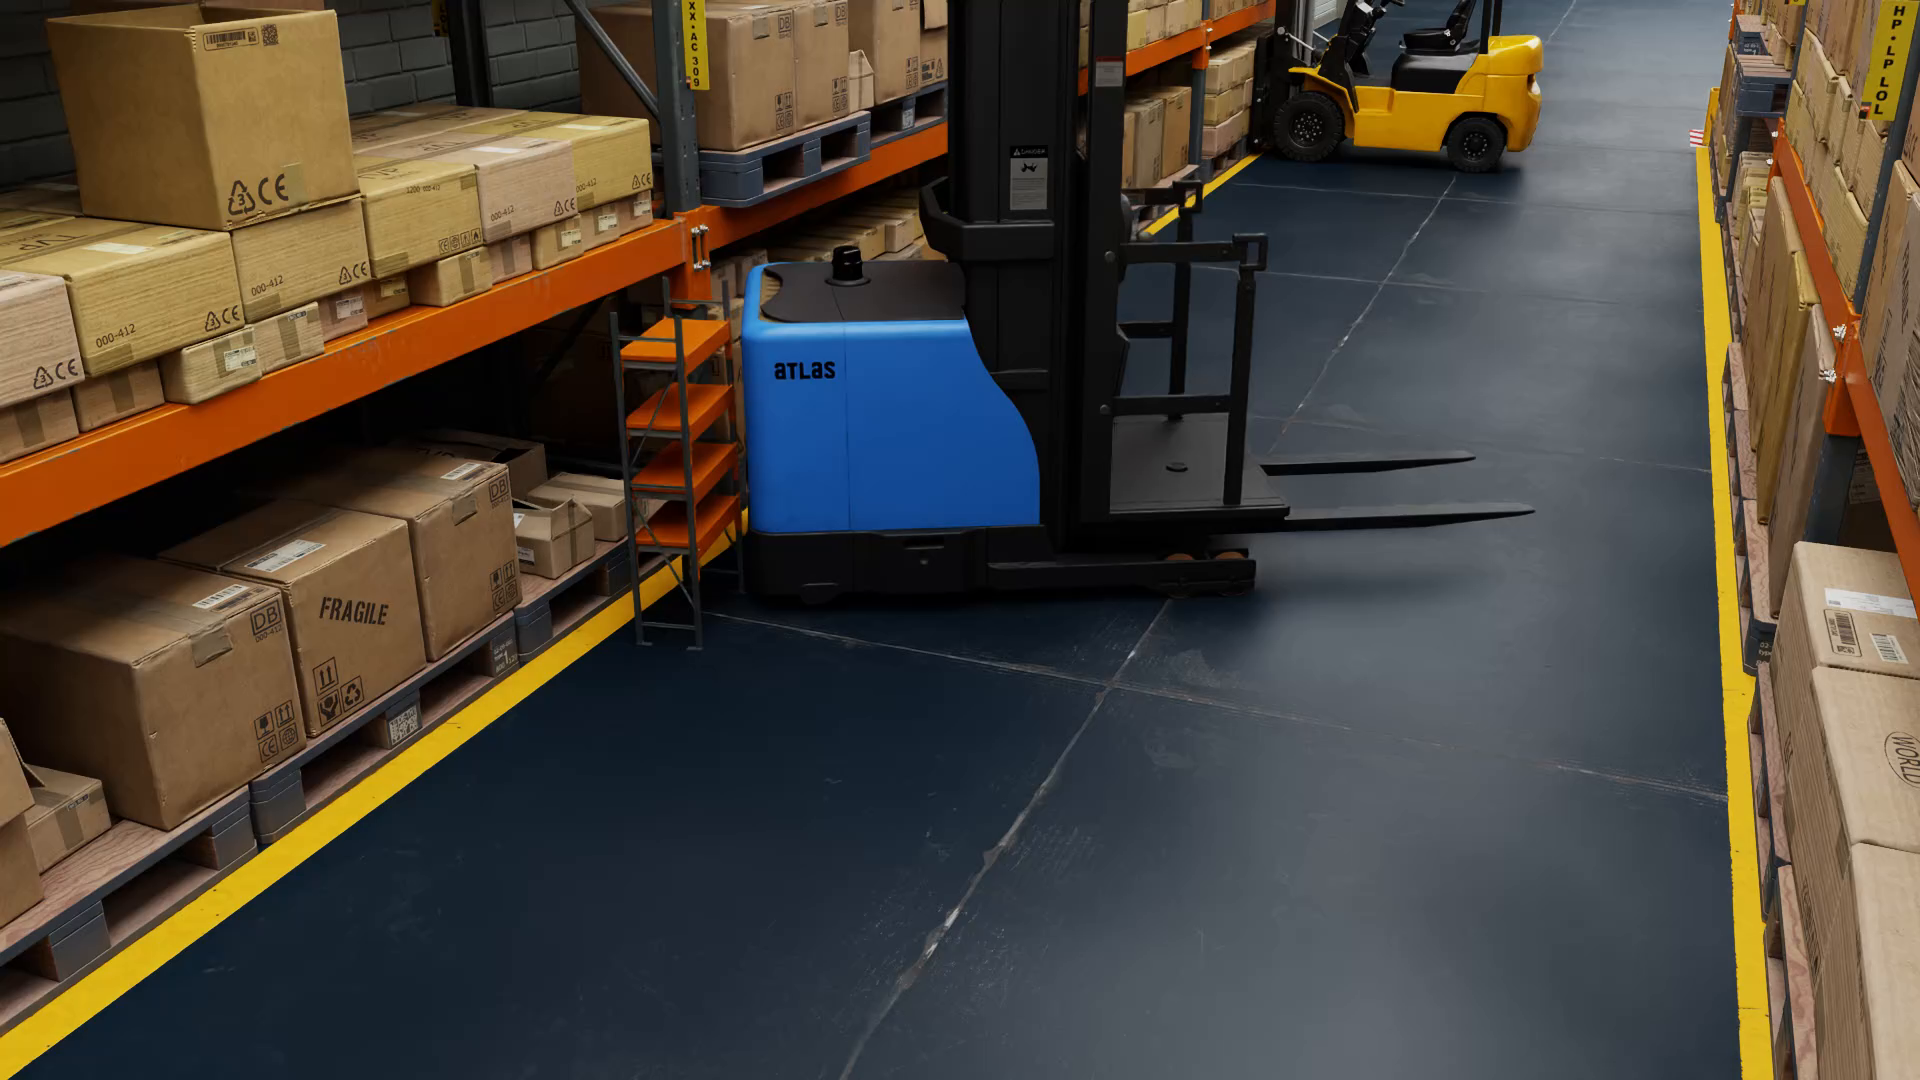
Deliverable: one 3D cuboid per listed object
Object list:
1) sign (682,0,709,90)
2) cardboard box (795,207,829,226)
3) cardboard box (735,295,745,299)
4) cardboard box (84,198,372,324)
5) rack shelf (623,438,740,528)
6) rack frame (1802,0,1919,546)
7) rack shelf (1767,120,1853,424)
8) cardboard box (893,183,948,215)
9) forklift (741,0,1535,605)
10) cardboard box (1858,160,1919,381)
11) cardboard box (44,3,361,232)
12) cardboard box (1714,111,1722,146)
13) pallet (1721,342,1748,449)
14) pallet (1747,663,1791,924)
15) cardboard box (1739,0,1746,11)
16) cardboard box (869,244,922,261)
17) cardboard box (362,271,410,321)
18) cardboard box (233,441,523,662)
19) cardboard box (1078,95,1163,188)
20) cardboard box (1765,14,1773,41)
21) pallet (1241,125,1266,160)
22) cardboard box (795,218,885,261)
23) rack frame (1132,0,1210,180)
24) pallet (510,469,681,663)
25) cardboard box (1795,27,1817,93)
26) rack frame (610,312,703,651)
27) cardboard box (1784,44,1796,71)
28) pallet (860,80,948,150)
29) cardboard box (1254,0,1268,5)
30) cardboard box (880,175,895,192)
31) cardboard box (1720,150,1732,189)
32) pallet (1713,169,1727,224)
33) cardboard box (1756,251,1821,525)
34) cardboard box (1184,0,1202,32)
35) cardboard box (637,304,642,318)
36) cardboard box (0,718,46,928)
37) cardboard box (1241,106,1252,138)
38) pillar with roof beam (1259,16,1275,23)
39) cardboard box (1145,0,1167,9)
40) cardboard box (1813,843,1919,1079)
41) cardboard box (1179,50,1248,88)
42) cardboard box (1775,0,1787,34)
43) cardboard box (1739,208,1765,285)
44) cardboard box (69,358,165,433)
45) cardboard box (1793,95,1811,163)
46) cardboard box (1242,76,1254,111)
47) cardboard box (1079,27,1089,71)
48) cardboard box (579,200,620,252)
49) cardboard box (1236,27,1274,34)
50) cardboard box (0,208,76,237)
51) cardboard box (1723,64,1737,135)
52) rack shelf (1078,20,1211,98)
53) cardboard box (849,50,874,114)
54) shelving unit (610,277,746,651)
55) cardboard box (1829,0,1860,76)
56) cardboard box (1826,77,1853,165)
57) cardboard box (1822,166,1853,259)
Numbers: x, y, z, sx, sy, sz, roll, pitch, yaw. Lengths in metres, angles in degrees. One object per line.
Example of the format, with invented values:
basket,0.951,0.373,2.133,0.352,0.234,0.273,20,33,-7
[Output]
sign,-0.970,-1.815,6.079,0.100,0.325,0.005,9,24,20
cardboard box,-0.905,-1.649,8.662,0.380,0.149,0.250,9,24,20
cardboard box,-1.065,-1.030,7.181,0.380,0.149,0.250,8,24,19
cardboard box,-2.001,-0.799,4.579,0.500,0.250,0.500,8,24,19
rack shelf,-0.974,-0.208,5.865,0.258,0.148,0.480,4,23,10
rack frame,3.133,-0.781,4.727,1.000,3.000,0.127,9,24,20
rack shelf,3.876,-1.164,6.579,1.077,0.370,4.000,9,24,20
cardboard box,-0.151,-1.858,9.163,0.380,0.149,0.250,8,24,18
forklift,0.694,-1.334,6.141,3.031,2.935,1.130,-2,23,-5
cardboard box,2.716,-0.696,4.396,0.500,0.500,0.500,10,25,22
cardboard box,-1.987,-1.133,4.407,0.500,0.500,0.500,9,24,21
cardboard box,6.838,-3.569,14.426,0.500,0.250,0.500,10,25,22
pallet,4.256,-0.654,8.042,1.003,0.211,1.213,9,24,20
pallet,2.778,0.767,4.640,1.003,0.211,1.213,9,24,20
cardboard box,6.881,-4.607,14.214,0.380,0.149,0.250,9,24,21
cardboard box,-0.512,-1.226,8.491,0.500,0.500,0.500,8,24,18
cardboard box,-1.902,-0.769,5.026,0.380,0.149,0.250,9,24,21
cardboard box,-1.908,0.024,5.499,0.700,0.500,0.500,8,24,18
cardboard box,1.016,-2.986,12.543,0.875,0.625,0.625,9,24,20
cardboard box,5.096,-3.106,10.076,0.380,0.149,0.250,10,25,22
pallet,2.281,-3.783,15.532,1.003,0.211,1.213,9,24,20
cardboard box,-0.596,-1.497,8.299,0.380,0.149,0.250,9,24,20
rack frame,1.495,-4.353,13.279,1.000,3.000,0.127,9,24,20
pallet,-1.733,0.042,6.375,1.003,0.211,1.213,9,24,20
cardboard box,4.201,-2.228,7.737,0.500,0.250,0.500,9,24,20
rack frame,-1.019,-0.177,5.618,0.240,1.200,0.015,4,23,10
cardboard box,4.555,-2.547,8.738,0.380,0.149,0.250,9,24,21
pallet,-0.709,-2.136,8.222,1.003,0.211,1.213,9,24,20
cardboard box,2.474,-5.067,14.860,0.500,0.500,0.500,9,24,20
cardboard box,-0.598,-2.028,9.570,0.380,0.149,0.250,10,25,22
cardboard box,6.075,-2.819,12.629,0.500,0.250,0.500,10,25,22
pallet,6.321,-2.602,12.706,1.003,0.211,1.213,9,24,20
cardboard box,3.617,-0.552,6.391,0.875,0.875,0.875,10,24,22
cardboard box,1.550,-4.066,12.787,0.500,0.250,0.500,9,24,21
cardboard box,-1.515,-1.098,7.343,0.380,0.149,0.250,9,24,20
cardboard box,-2.647,0.694,3.890,0.797,0.503,0.637,8,24,18
cardboard box,2.333,-3.774,14.915,0.500,0.250,0.500,9,24,21
pillar with roof beam,8.111,-9.963,18.927,9.100,9.000,0.400,9,24,20
cardboard box,1.170,-3.935,11.824,0.500,0.250,0.500,9,24,21
cardboard box,2.132,1.060,3.100,0.875,0.438,0.875,9,24,21
cardboard box,2.165,-4.049,14.277,0.500,0.250,0.500,9,24,20
cardboard box,4.712,-2.978,8.928,0.500,0.500,0.500,8,24,19
cardboard box,5.105,-1.659,9.695,0.950,0.372,0.625,8,24,19
cardboard box,-2.225,-0.395,4.130,0.380,0.149,0.250,9,24,21
cardboard box,4.029,-1.818,7.404,0.500,0.250,0.500,8,24,19
cardboard box,2.344,-3.996,14.799,0.500,0.250,0.500,9,24,20
cardboard box,0.592,-3.155,10.607,0.500,0.250,0.500,8,24,19
cardboard box,-1.437,-1.128,5.884,0.380,0.149,0.250,9,24,21
cardboard box,2.915,-4.778,16.021,0.500,0.250,0.500,9,24,21
cardboard box,-2.657,-0.690,4.319,0.500,0.250,0.500,10,25,22
cardboard box,6.451,-3.530,13.358,0.500,0.500,0.500,10,25,23
rack shelf,0.752,-3.305,11.704,1.077,0.370,4.000,9,24,20
cardboard box,-0.604,-2.064,7.429,0.396,0.266,0.258,10,25,23
shelving unit,-0.974,-0.270,5.839,0.258,1.200,0.503,4,23,10
cardboard box,3.636,-2.036,6.306,0.500,0.500,0.500,9,24,21
cardboard box,3.437,-1.501,5.997,0.500,0.250,0.500,9,24,21
cardboard box,3.256,-1.090,5.663,0.500,0.250,0.500,8,24,19
